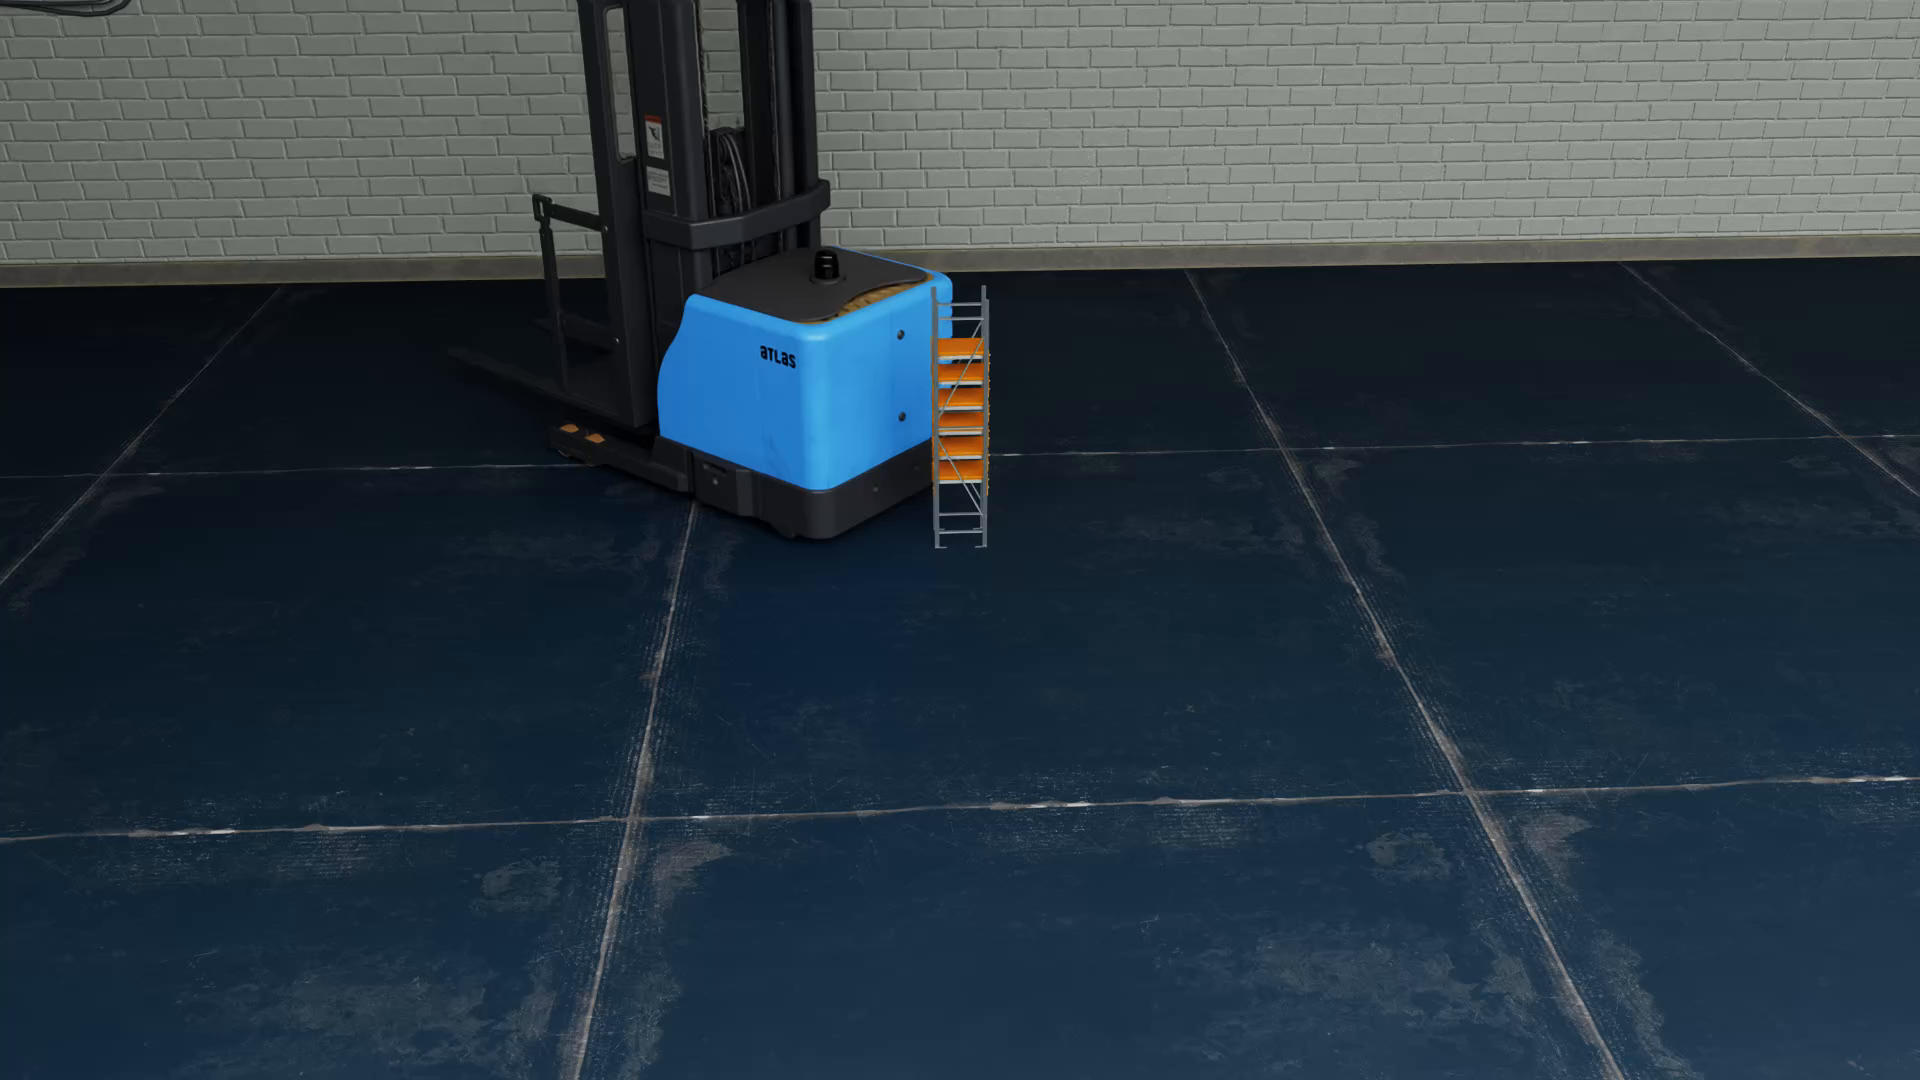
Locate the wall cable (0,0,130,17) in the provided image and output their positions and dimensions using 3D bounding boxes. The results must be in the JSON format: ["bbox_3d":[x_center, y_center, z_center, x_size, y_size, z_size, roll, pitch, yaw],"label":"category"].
[{"bbox_3d":[-6.461,-4.253,9.532,3.097,2.526,0.112,-1,28,-3],"label":"wall cable"}]

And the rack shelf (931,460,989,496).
[{"bbox_3d":[-0.001,-0.286,7.617,0.258,0.103,0.180,-1,28,-3],"label":"rack shelf"}]

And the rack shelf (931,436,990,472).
[{"bbox_3d":[-0.001,-0.393,7.561,0.258,0.103,0.180,-1,28,-3],"label":"rack shelf"}]

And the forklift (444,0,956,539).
[{"bbox_3d":[-1.489,-1.843,8.115,3.031,2.935,1.130,20,34,33],"label":"forklift"}]

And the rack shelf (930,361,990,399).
[{"bbox_3d":[-0.001,-0.712,7.395,0.258,0.103,0.180,-1,28,-3],"label":"rack shelf"}]

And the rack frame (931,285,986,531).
[{"bbox_3d":[-0.006,-0.581,7.566,0.240,1.200,0.006,-1,28,-3],"label":"rack frame"}]

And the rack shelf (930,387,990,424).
[{"bbox_3d":[-0.001,-0.606,7.450,0.258,0.103,0.180,-1,28,-3],"label":"rack shelf"}]

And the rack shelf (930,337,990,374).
[{"bbox_3d":[-0.001,-0.818,7.339,0.258,0.103,0.180,-1,28,-3],"label":"rack shelf"}]

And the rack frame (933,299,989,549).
[{"bbox_3d":[0.004,-0.496,7.404,0.240,1.200,0.006,-1,28,-3],"label":"rack frame"}]

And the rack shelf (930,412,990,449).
[{"bbox_3d":[-0.001,-0.499,7.506,0.258,0.103,0.180,-1,28,-3],"label":"rack shelf"}]

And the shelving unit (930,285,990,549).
[{"bbox_3d":[-0.001,-0.539,7.485,0.258,1.200,0.189,-1,28,-3],"label":"shelving unit"}]
